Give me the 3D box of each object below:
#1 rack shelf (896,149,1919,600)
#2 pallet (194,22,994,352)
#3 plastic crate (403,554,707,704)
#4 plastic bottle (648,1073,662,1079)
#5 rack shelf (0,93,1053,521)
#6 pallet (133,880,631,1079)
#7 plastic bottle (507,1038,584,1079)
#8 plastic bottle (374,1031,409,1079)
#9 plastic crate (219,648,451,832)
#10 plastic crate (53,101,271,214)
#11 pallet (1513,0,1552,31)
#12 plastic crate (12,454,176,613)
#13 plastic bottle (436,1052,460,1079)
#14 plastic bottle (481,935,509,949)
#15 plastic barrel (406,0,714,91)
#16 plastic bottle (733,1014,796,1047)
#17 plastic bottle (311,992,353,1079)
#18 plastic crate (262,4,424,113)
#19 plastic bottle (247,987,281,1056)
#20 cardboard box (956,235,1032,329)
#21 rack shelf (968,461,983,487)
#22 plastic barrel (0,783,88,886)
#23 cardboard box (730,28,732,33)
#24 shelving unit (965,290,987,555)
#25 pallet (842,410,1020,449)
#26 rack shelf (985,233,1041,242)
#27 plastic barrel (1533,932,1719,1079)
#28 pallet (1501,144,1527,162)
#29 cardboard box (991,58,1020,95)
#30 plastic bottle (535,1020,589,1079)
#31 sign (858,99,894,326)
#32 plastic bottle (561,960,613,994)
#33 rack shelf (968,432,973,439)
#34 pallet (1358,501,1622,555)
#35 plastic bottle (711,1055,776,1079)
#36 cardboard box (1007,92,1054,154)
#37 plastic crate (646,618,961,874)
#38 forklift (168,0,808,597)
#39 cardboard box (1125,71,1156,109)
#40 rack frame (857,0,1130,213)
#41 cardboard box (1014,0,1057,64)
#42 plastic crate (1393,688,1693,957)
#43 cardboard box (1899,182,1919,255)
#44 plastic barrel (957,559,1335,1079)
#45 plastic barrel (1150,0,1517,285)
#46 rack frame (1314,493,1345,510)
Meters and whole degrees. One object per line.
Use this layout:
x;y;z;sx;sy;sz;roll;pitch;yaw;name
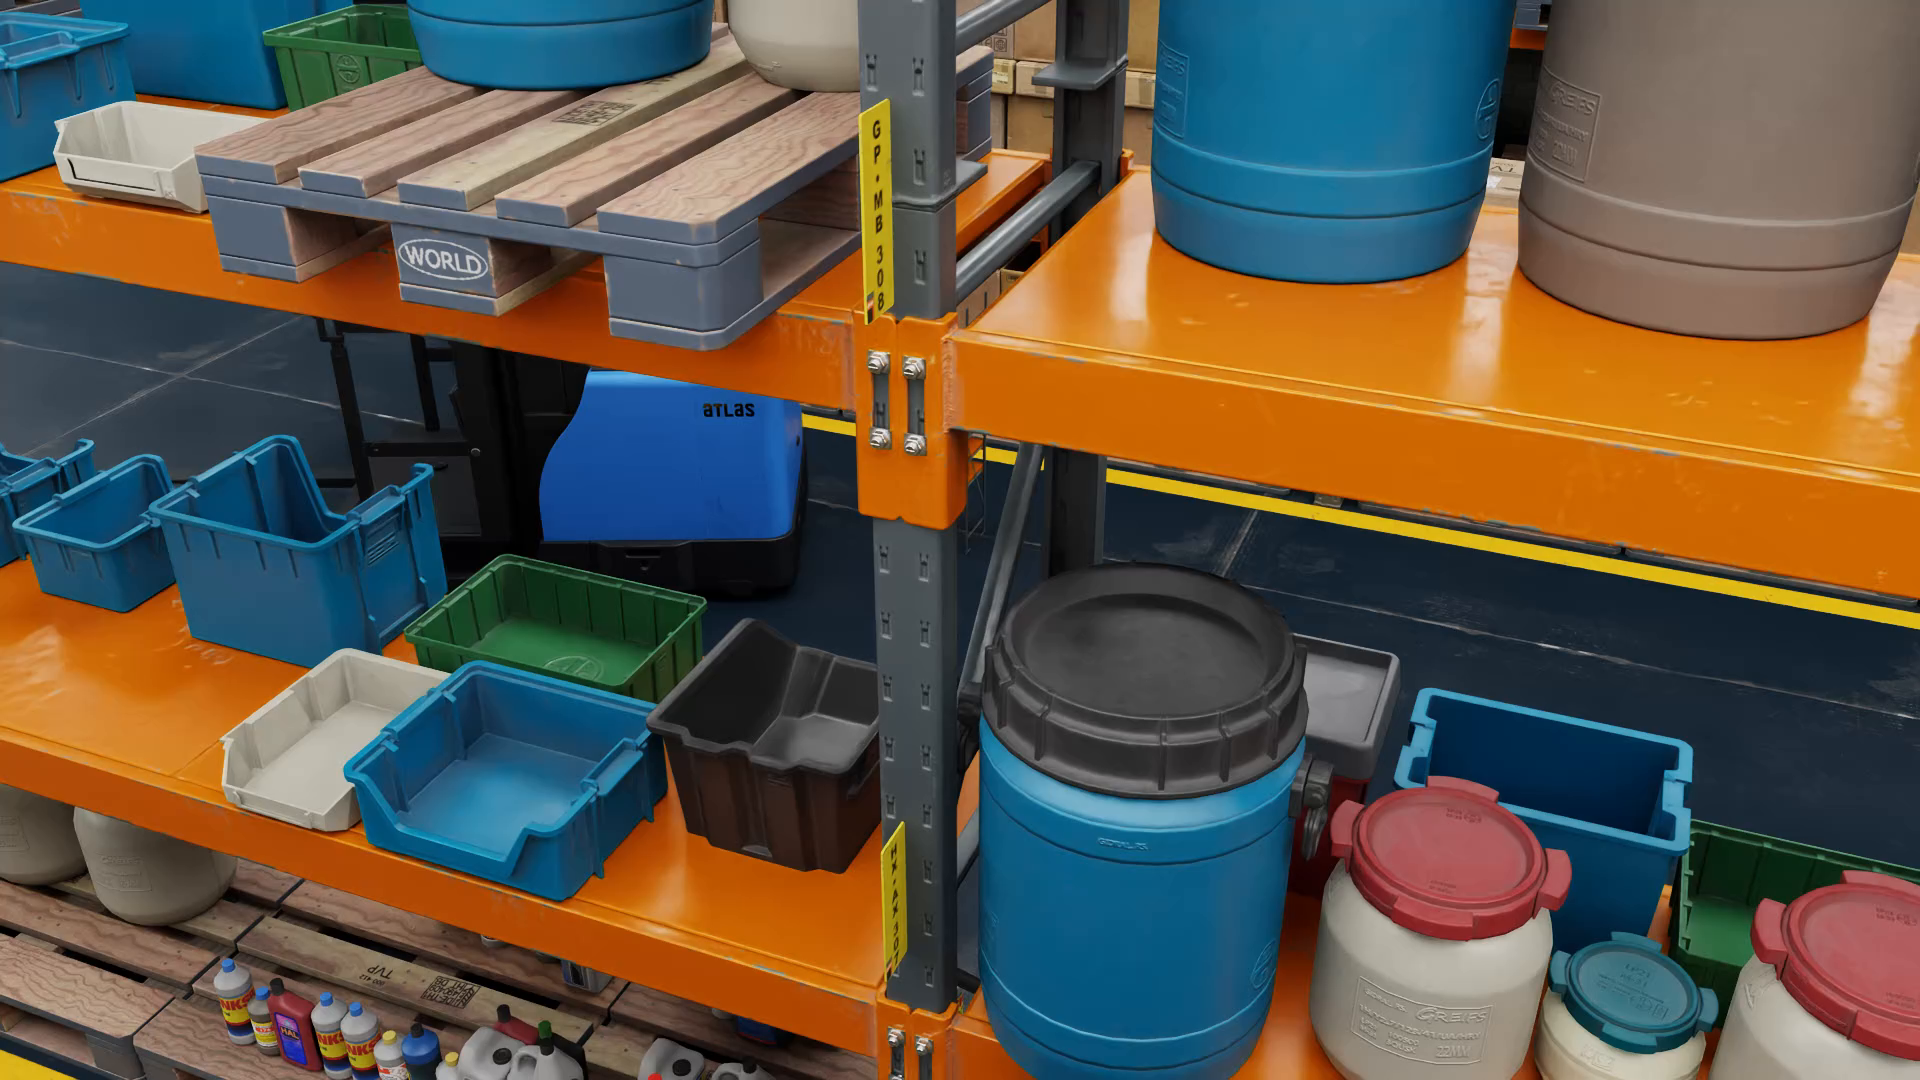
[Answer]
1.945;-0.055;2.481;4.000;0.370;1.077;11;31;19;rack shelf
-0.614;-0.745;3.163;1.003;0.211;1.213;11;31;19;pallet
-1.060;0.280;4.421;0.662;0.188;0.450;11;31;19;plastic crate
-0.791;1.506;4.282;0.185;0.351;0.144;10;31;17;plastic bottle
-1.762;-0.795;3.791;4.000;0.370;1.077;11;31;19;rack shelf
-1.650;1.413;5.035;1.213;0.211;1.003;11;31;19;pallet
-1.091;1.446;4.388;0.185;0.351;0.144;11;31;19;plastic bottle
-1.550;1.432;4.565;0.097;0.201;0.097;0;29;0;plastic bottle
-1.508;0.498;4.089;0.437;0.136;0.530;11;31;19;plastic crate
-1.548;-0.736;3.223;0.396;0.136;0.243;11;31;19;plastic crate
4.470;-3.658;11.369;1.213;0.211;1.003;11;31;19;pallet
-2.439;-0.029;4.903;0.408;0.251;0.499;11;31;19;plastic crate
-1.360;1.470;4.497;0.097;0.201;0.097;0;29;0;plastic bottle
-1.426;1.139;5.083;0.097;0.201;0.097;0;29;0;plastic bottle
-0.790;-1.372;3.145;0.708;0.901;0.600;11;31;19;plastic barrel
-0.555;1.257;4.723;0.185;0.351;0.144;11;31;19;plastic bottle
-1.734;1.365;4.613;0.097;0.271;0.097;0;29;0;plastic bottle
-1.268;-1.062;3.747;0.450;0.188;0.336;11;31;19;plastic crate
-1.956;1.351;4.708;0.097;0.201;0.097;0;29;0;plastic bottle
0.053;-1.263;8.542;0.500;0.500;0.500;11;31;19;cardboard box
-0.013;-0.277;7.599;0.180;0.103;0.258;11;31;19;rack shelf
-2.976;0.815;5.361;0.421;0.512;0.421;0;29;0;plastic barrel
-0.783;-2.842;8.309;0.500;0.500;0.700;10;31;18;cardboard box
-0.013;-0.525;7.459;0.189;1.200;0.258;11;31;19;shelving unit
0.102;-0.867;9.070;1.213;0.211;1.003;11;31;19;pallet
0.104;-1.747;8.523;4.000;0.370;1.077;11;31;19;rack shelf
1.260;0.943;3.174;0.301;0.262;0.301;0;29;0;plastic barrel
4.538;-2.592;12.122;1.213;0.211;1.003;11;31;19;pallet
0.202;-2.252;7.925;0.250;0.149;0.380;12;32;21;cardboard box
-1.076;1.424;4.495;0.133;0.283;0.061;11;31;19;plastic bottle
-0.126;-0.493;2.517;0.005;0.325;0.100;11;31;19;sign
-1.102;1.182;4.931;0.135;0.276;0.152;11;31;19;plastic bottle
-0.013;-0.486;7.481;0.180;0.103;0.258;11;31;19;rack shelf
2.655;-0.358;8.168;1.213;0.211;1.003;11;31;19;pallet
-0.559;1.476;4.335;0.185;0.351;0.144;11;31;19;plastic bottle
0.589;-2.002;8.142;0.500;0.500;0.700;12;32;20;cardboard box
-0.346;0.440;3.986;0.504;0.338;0.767;11;31;19;plastic crate
-2.242;-1.247;6.977;3.031;2.935;1.130;-1;29;-1;forklift
0.909;-2.111;7.675;0.250;0.149;0.380;11;31;19;cardboard box
0.092;-2.044;2.221;0.127;3.000;1.000;11;31;19;rack frame
0.611;-2.563;7.817;0.500;0.500;0.700;11;31;19;cardboard box
1.231;0.637;3.591;0.575;0.384;0.392;11;31;19;plastic crate
4.103;-1.297;6.894;0.500;0.500;0.500;10;31;16;cardboard box
0.336;0.559;3.203;0.708;0.901;0.600;11;31;19;plastic barrel
0.644;-0.961;2.844;0.708;0.901;0.600;11;31;19;plastic barrel
1.957;-1.690;7.692;0.127;3.000;1.000;11;31;19;rack frame
